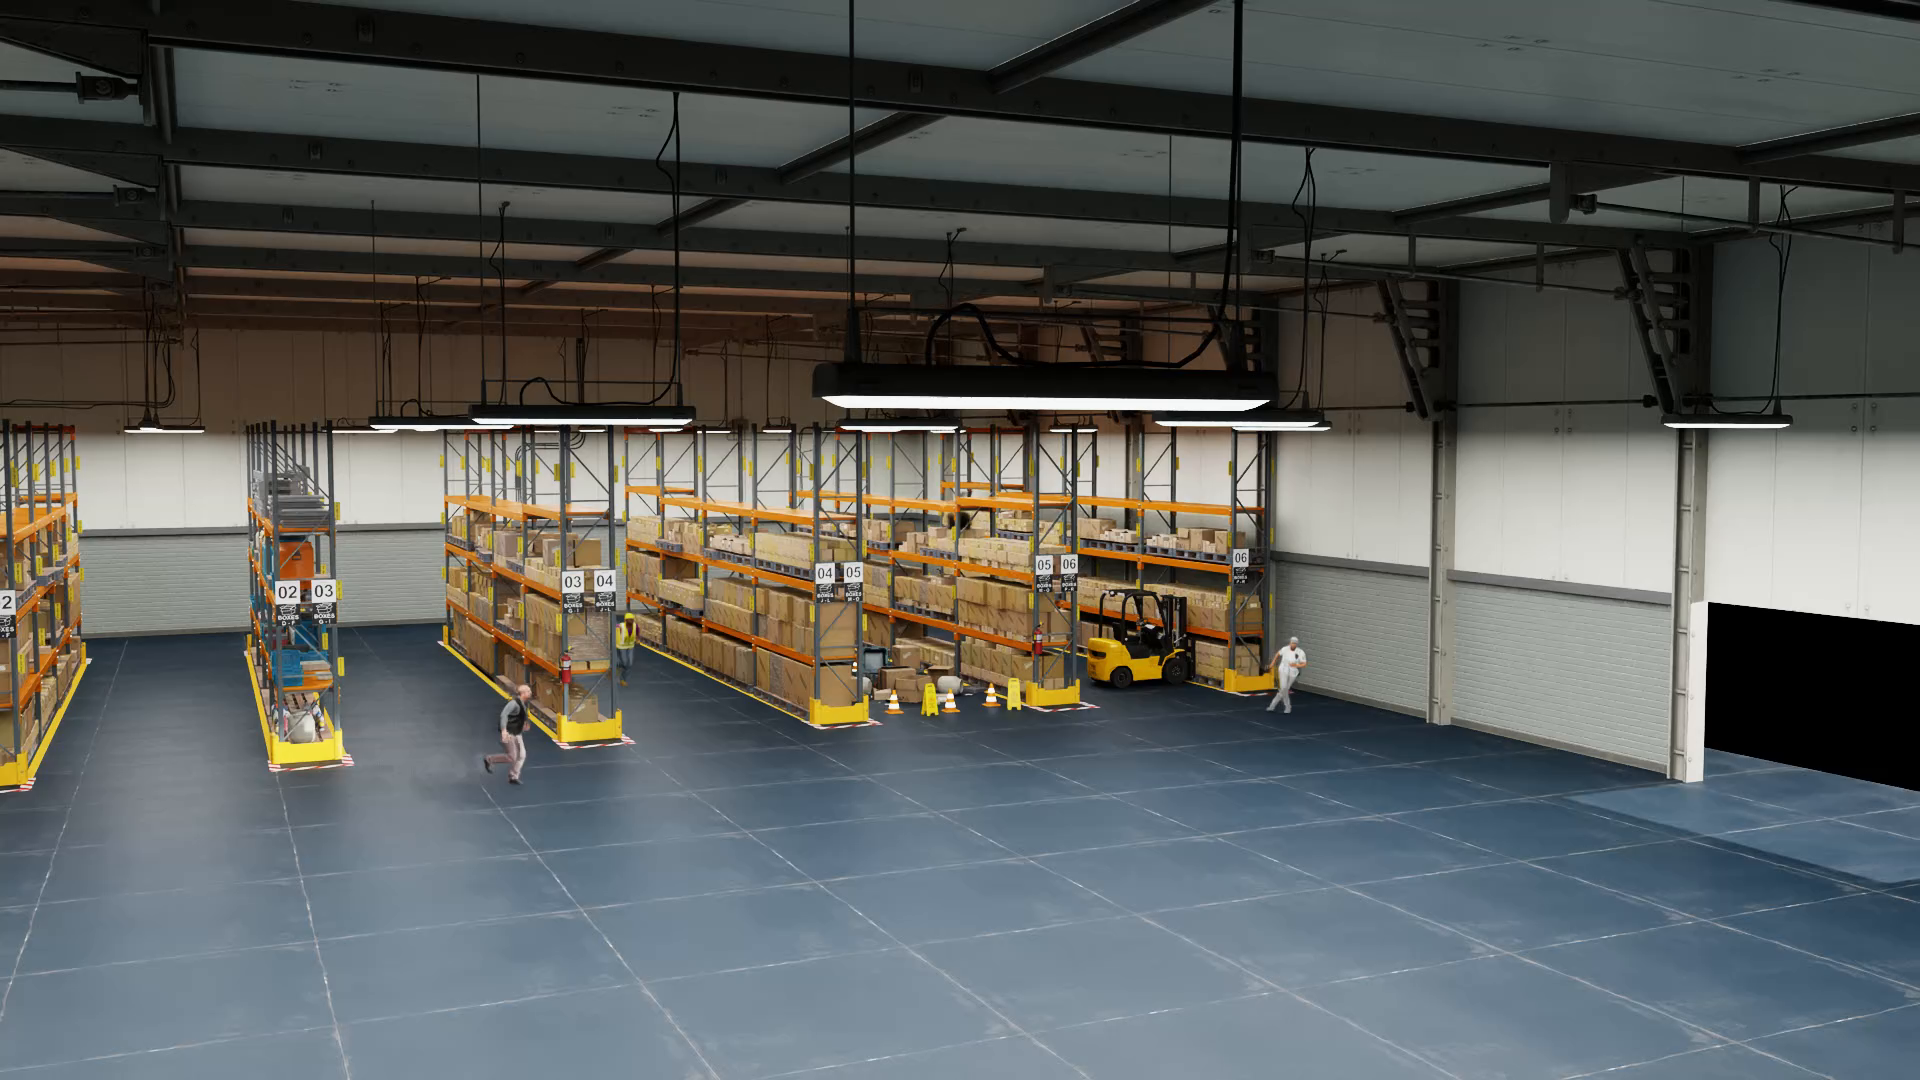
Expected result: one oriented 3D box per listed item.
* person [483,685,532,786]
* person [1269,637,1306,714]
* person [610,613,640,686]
[{"bbox_3d":[-7.433,3.208,27.343,0.818,1.665,0.662,0,4,4],"label":"person"},{"bbox_3d":[6.769,2.770,34.390,0.720,1.578,0.681,0,4,4],"label":"person"},{"bbox_3d":[-7.712,2.504,38.282,0.702,1.690,0.763,-3,5,-39],"label":"person"}]
